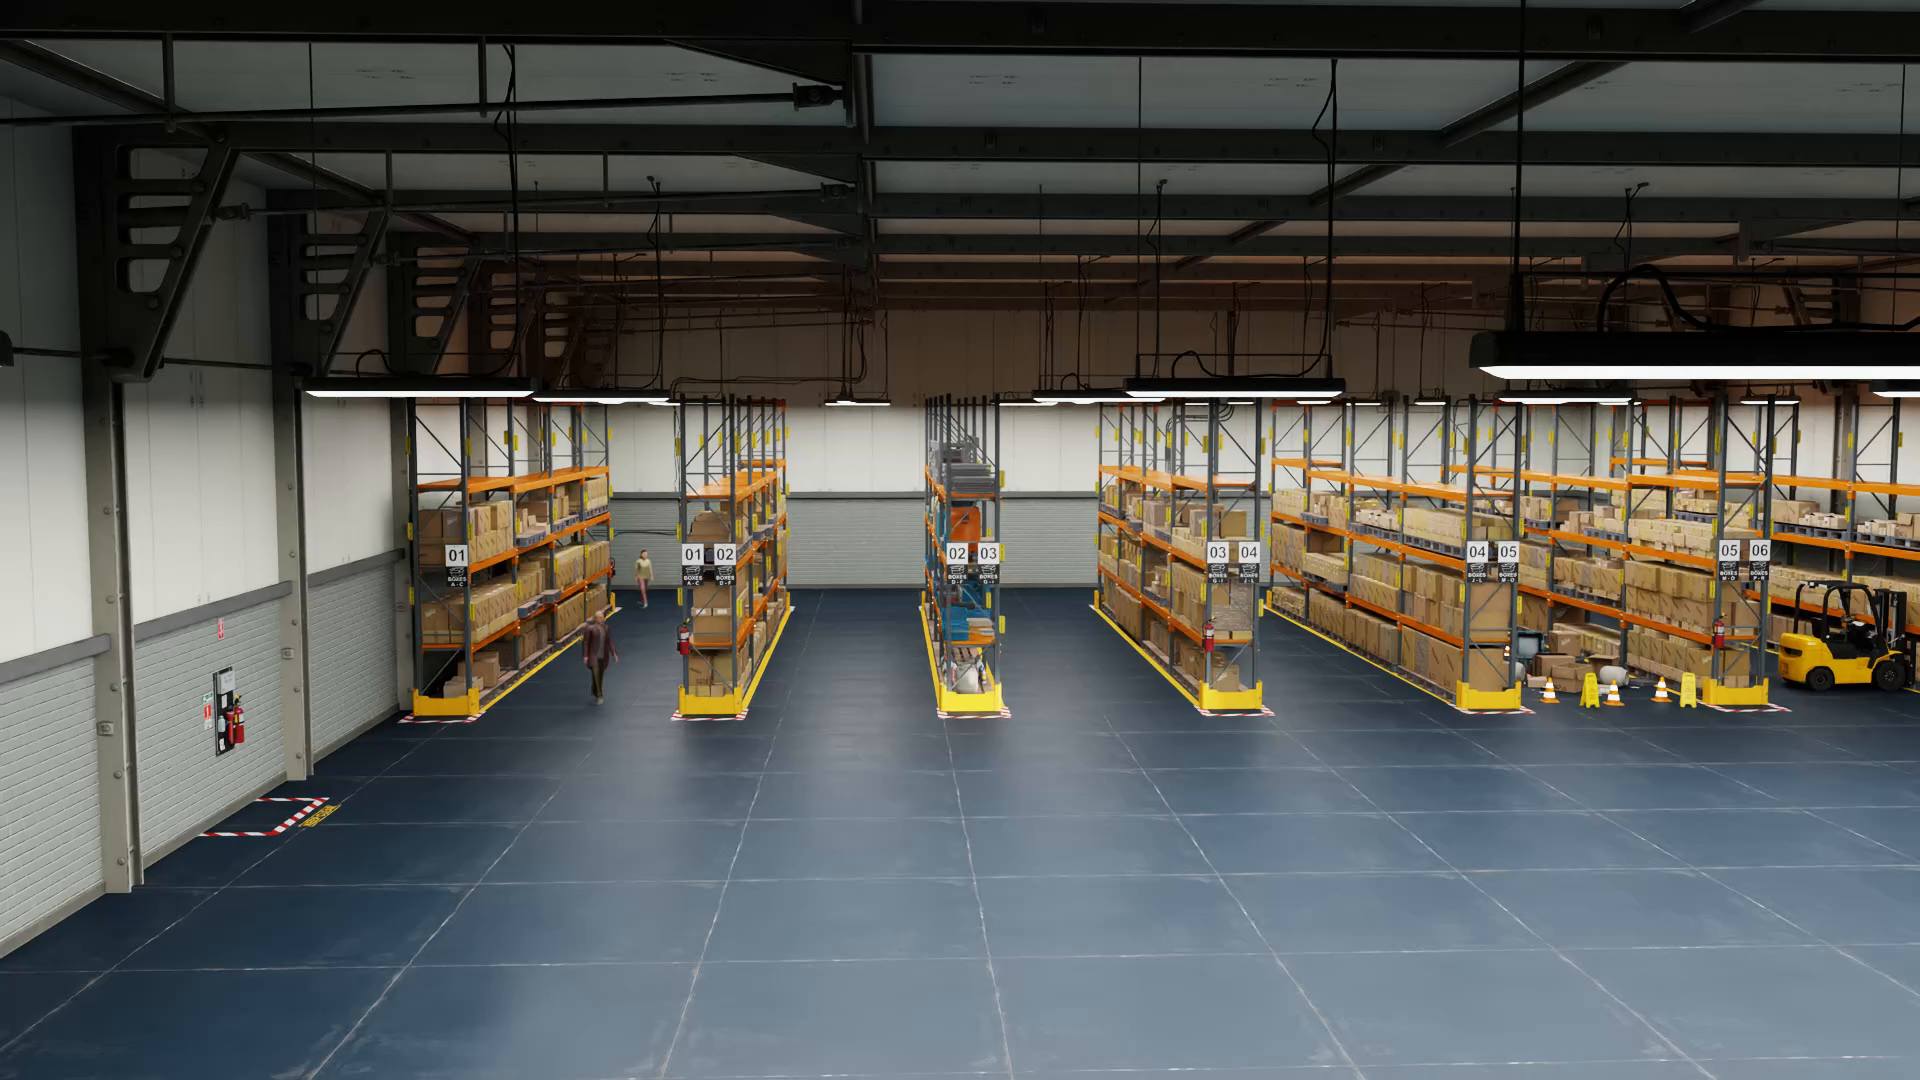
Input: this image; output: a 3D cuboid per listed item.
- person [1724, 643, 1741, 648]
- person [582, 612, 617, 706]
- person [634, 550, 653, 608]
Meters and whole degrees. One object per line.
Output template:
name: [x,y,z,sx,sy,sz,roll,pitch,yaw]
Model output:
person: [16.924,1.979,36.331,0.592,1.788,0.486,-2,5,-20]
person: [-7.050,2.281,32.487,0.672,1.770,1.023,-3,5,-33]
person: [-9.123,1.103,48.009,0.481,1.630,0.997,-3,5,-34]
